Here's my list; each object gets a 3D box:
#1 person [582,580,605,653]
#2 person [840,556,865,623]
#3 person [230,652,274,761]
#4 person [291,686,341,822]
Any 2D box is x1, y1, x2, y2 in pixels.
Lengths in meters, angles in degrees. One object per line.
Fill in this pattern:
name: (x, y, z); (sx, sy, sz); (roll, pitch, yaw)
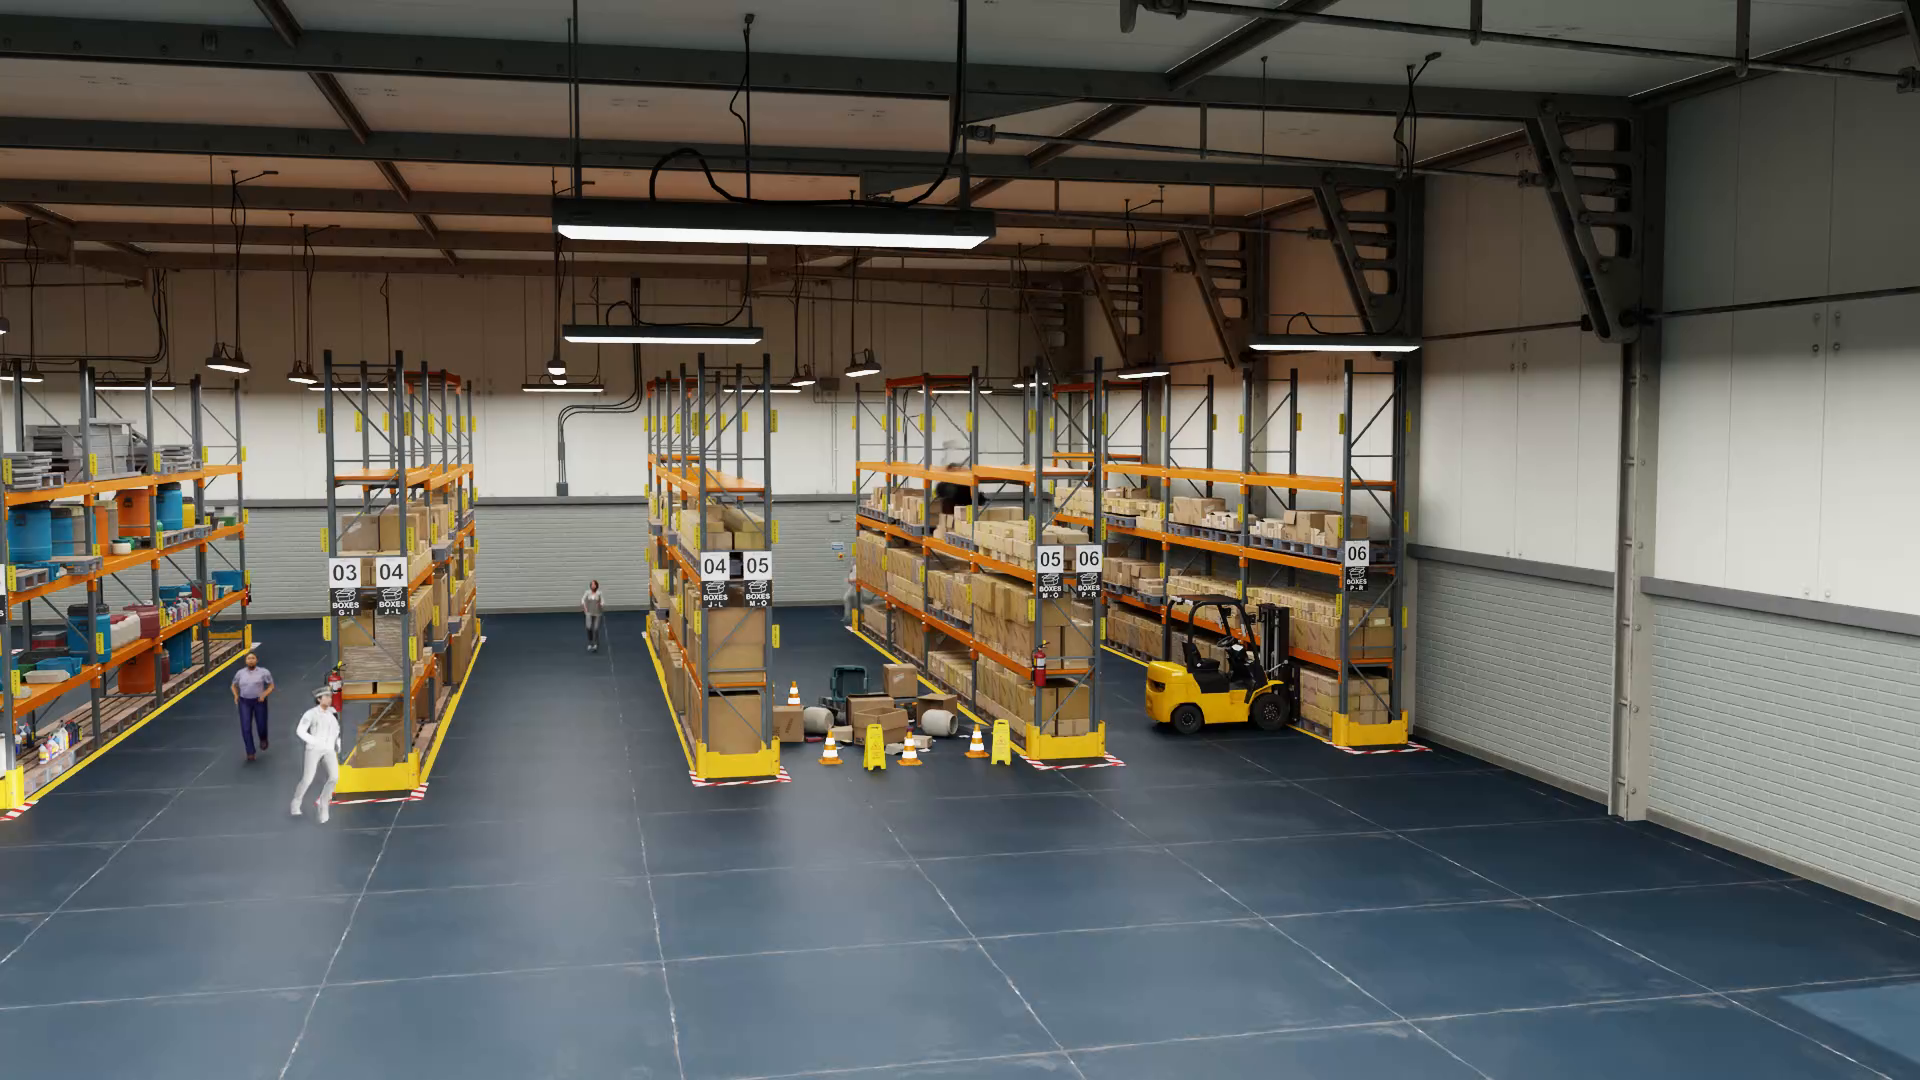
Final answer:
person: (-8.047, 1.670, 36.498); (0.513, 1.606, 0.675); (-1, 4, -11)
person: (-2.620, 1.219, 41.724); (0.804, 1.782, 0.658); (0, 4, -2)
person: (-10.591, 2.473, 24.887); (0.610, 1.596, 0.600); (-1, 4, -18)
person: (-8.134, 2.688, 21.189); (0.646, 1.669, 0.678); (3, 5, 40)
